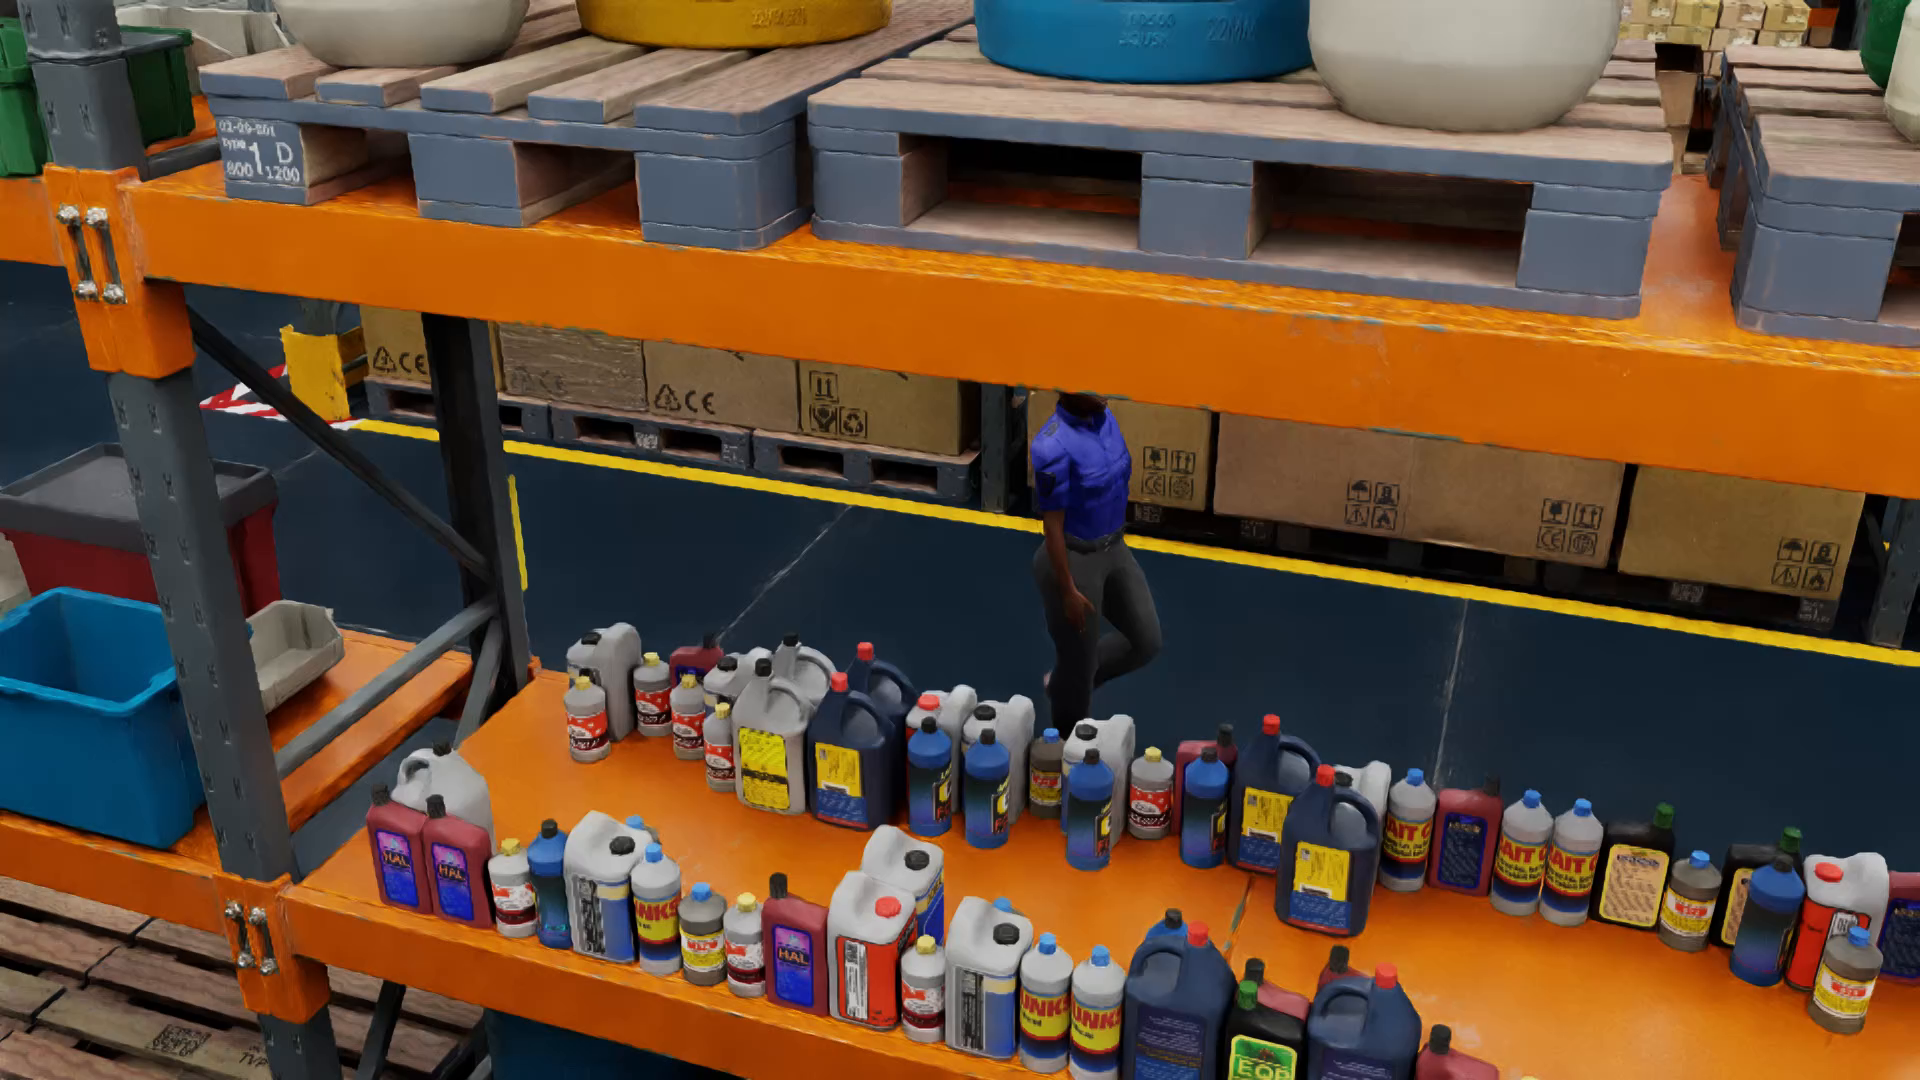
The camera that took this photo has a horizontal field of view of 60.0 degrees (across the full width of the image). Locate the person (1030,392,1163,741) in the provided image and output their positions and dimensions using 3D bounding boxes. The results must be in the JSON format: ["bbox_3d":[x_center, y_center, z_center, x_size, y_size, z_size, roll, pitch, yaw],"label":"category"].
[{"bbox_3d":[0.450,0.097,5.876,0.460,1.655,0.455,19,31,33],"label":"person"}]
